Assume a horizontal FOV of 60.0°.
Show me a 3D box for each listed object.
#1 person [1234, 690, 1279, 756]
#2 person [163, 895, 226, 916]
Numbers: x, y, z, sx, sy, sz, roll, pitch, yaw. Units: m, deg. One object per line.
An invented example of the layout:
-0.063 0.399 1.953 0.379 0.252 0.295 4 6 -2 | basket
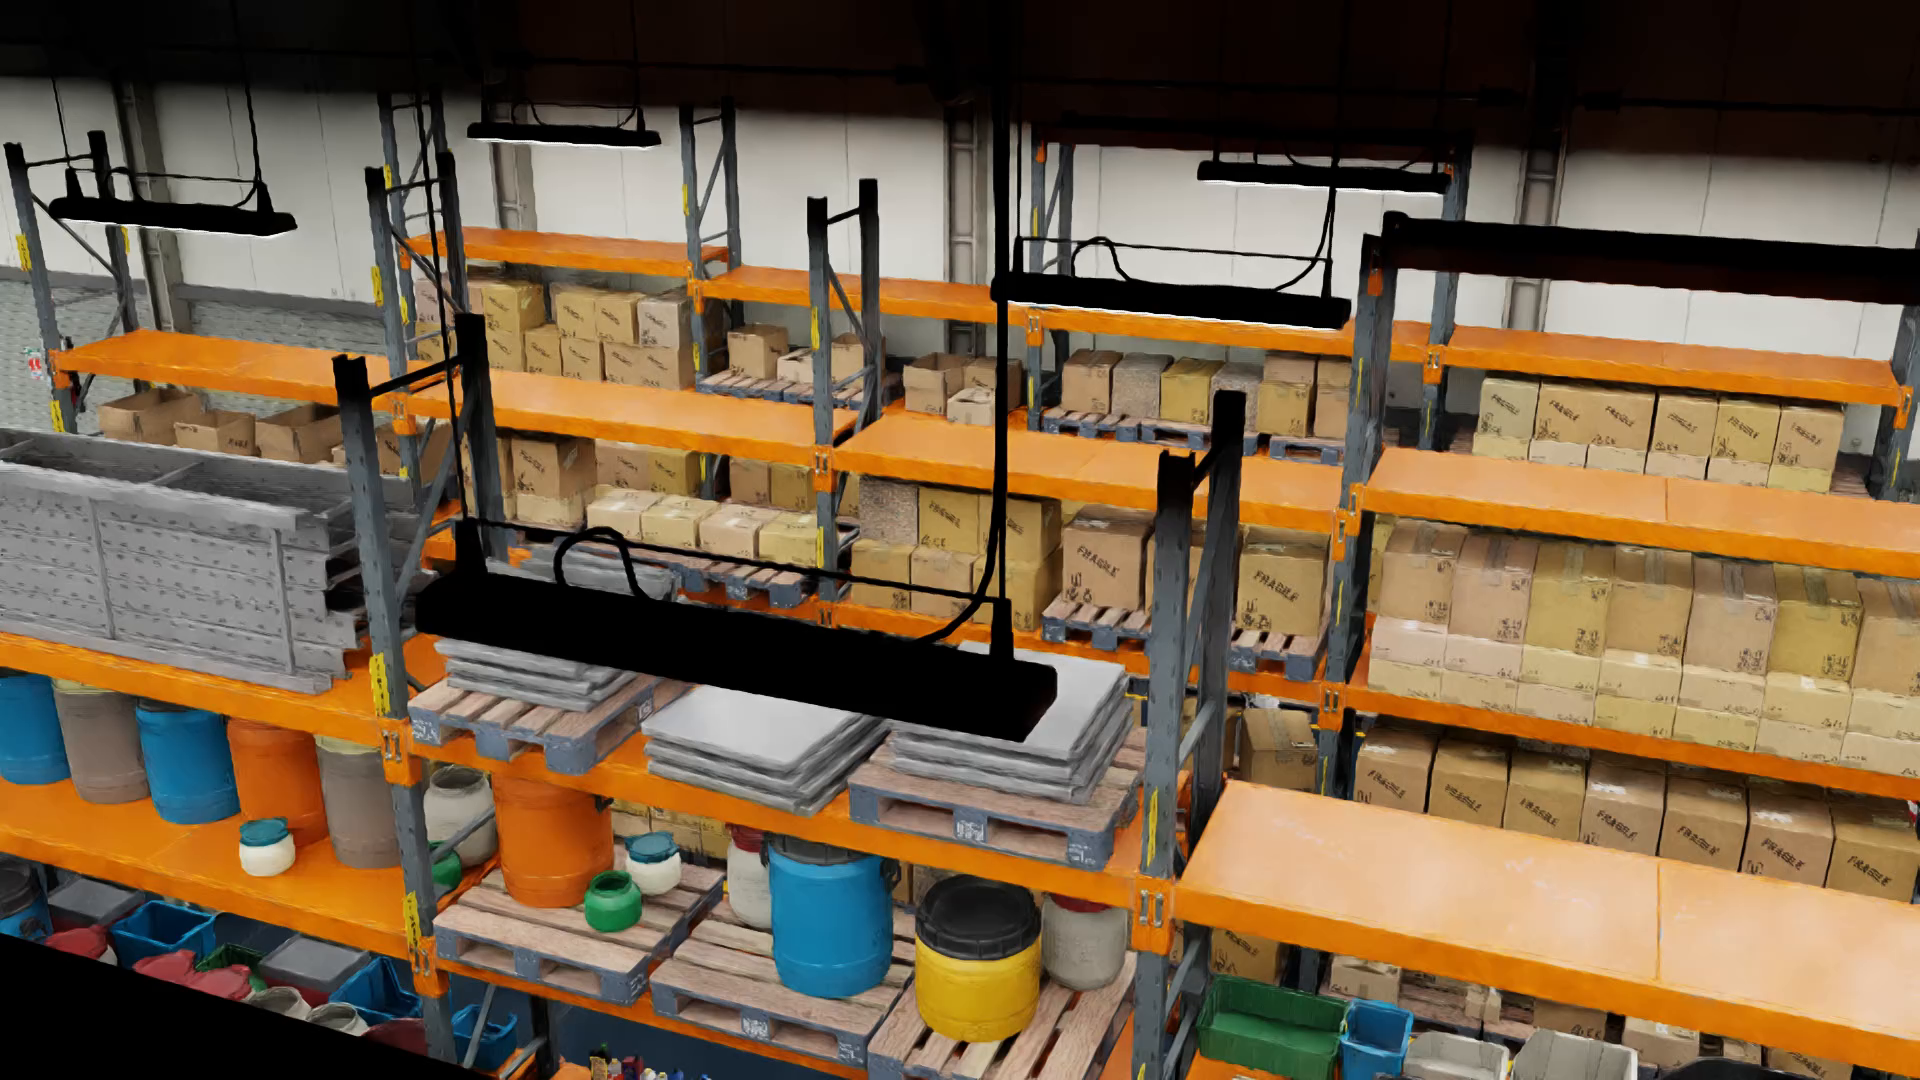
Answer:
2.839 1.595 15.919 1.069 1.589 0.495 9 23 23 | person
-6.412 2.380 13.758 0.545 1.664 0.546 -17 27 -38 | person
